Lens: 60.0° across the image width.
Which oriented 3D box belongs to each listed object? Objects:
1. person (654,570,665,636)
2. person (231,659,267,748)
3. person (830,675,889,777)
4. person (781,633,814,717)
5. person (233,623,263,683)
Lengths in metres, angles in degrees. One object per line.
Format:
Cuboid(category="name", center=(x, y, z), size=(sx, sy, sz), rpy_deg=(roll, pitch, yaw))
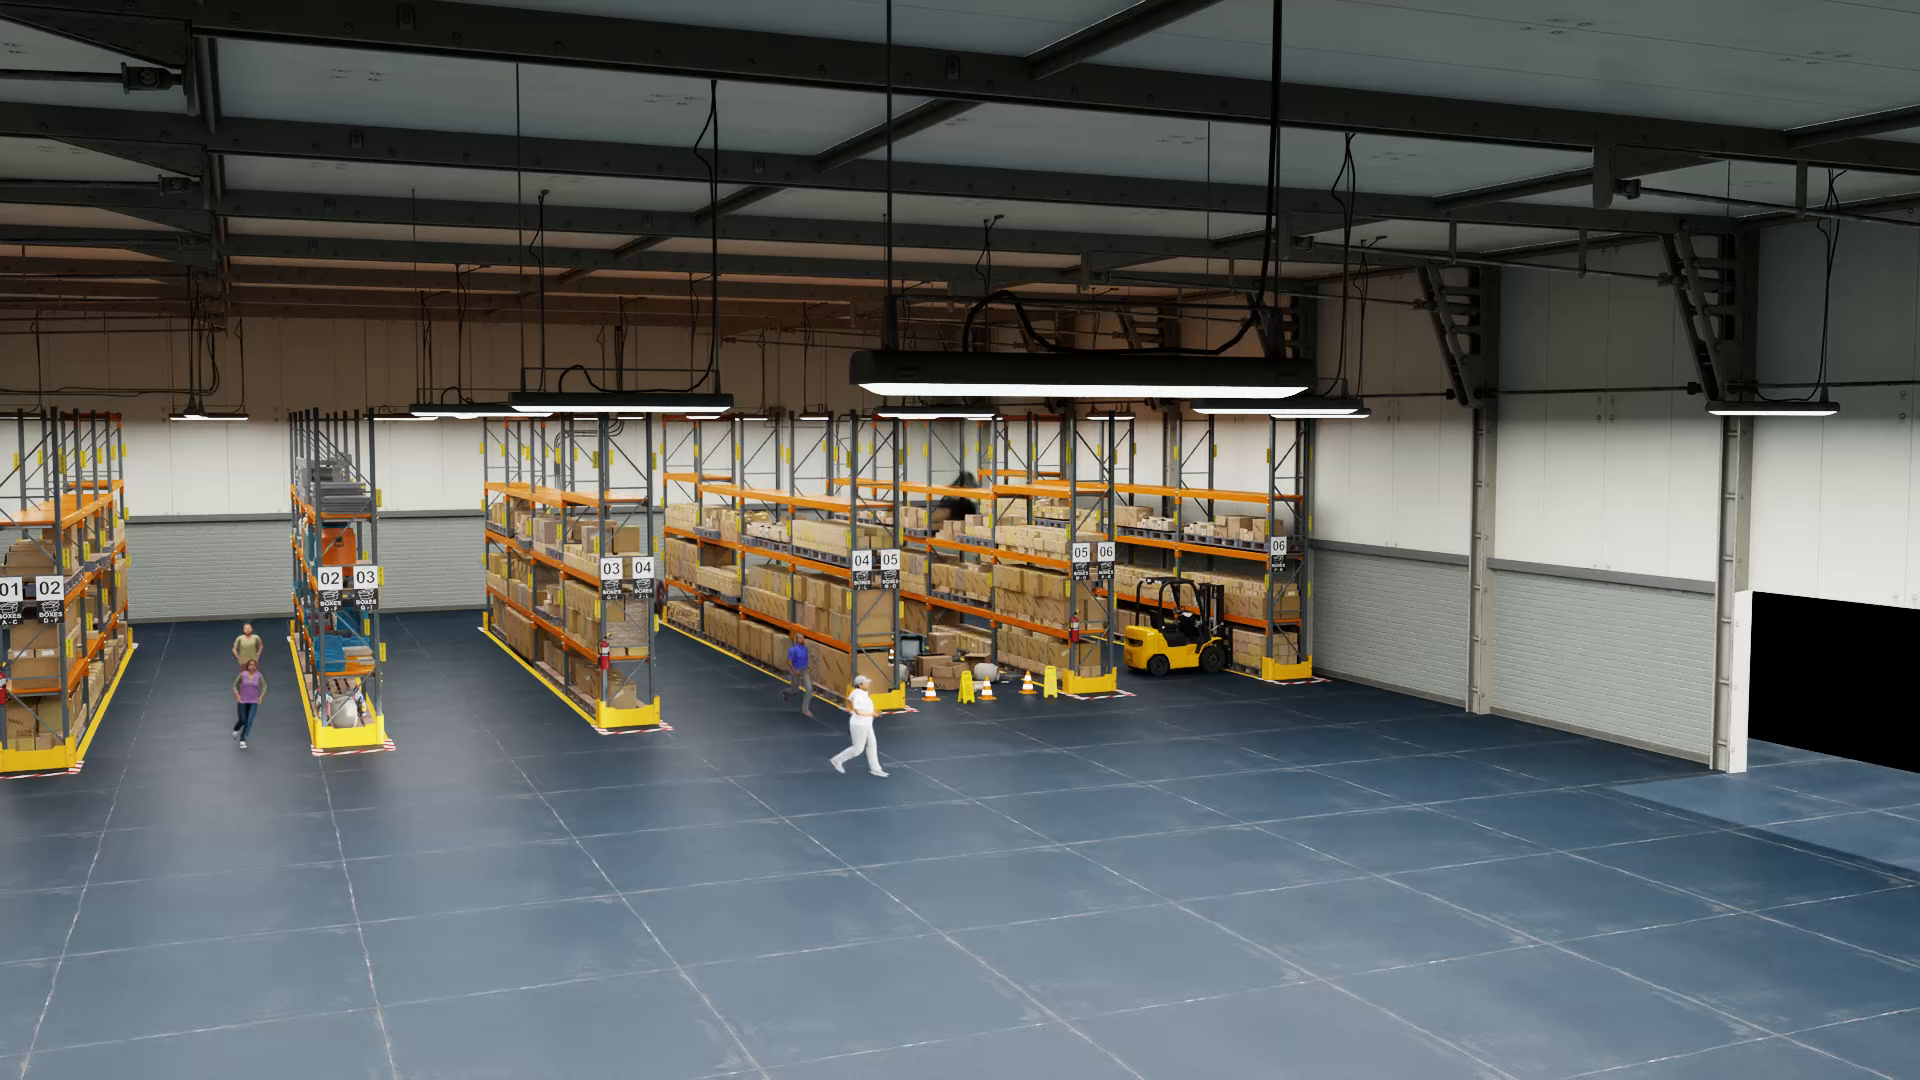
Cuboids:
Cuboid(category="person", center=(-8.345, 1.687, 45.143), size=(0.720, 1.762, 0.795), rpy_deg=(-2, 4, -25))
Cuboid(category="person", center=(-12.642, 2.887, 29.604), size=(0.581, 1.562, 0.536), rpy_deg=(-2, 5, -30))
Cuboid(category="person", center=(-1.620, 3.009, 26.825), size=(0.931, 1.667, 0.611), rpy_deg=(0, 4, 4))
Cuboid(category="person", center=(-3.182, 2.644, 32.799), size=(0.568, 1.632, 0.866), rpy_deg=(-3, 5, -40))
Cuboid(category="person", center=(-14.650, 2.531, 34.227), size=(0.562, 1.650, 0.985), rpy_deg=(-1, 4, -18))
